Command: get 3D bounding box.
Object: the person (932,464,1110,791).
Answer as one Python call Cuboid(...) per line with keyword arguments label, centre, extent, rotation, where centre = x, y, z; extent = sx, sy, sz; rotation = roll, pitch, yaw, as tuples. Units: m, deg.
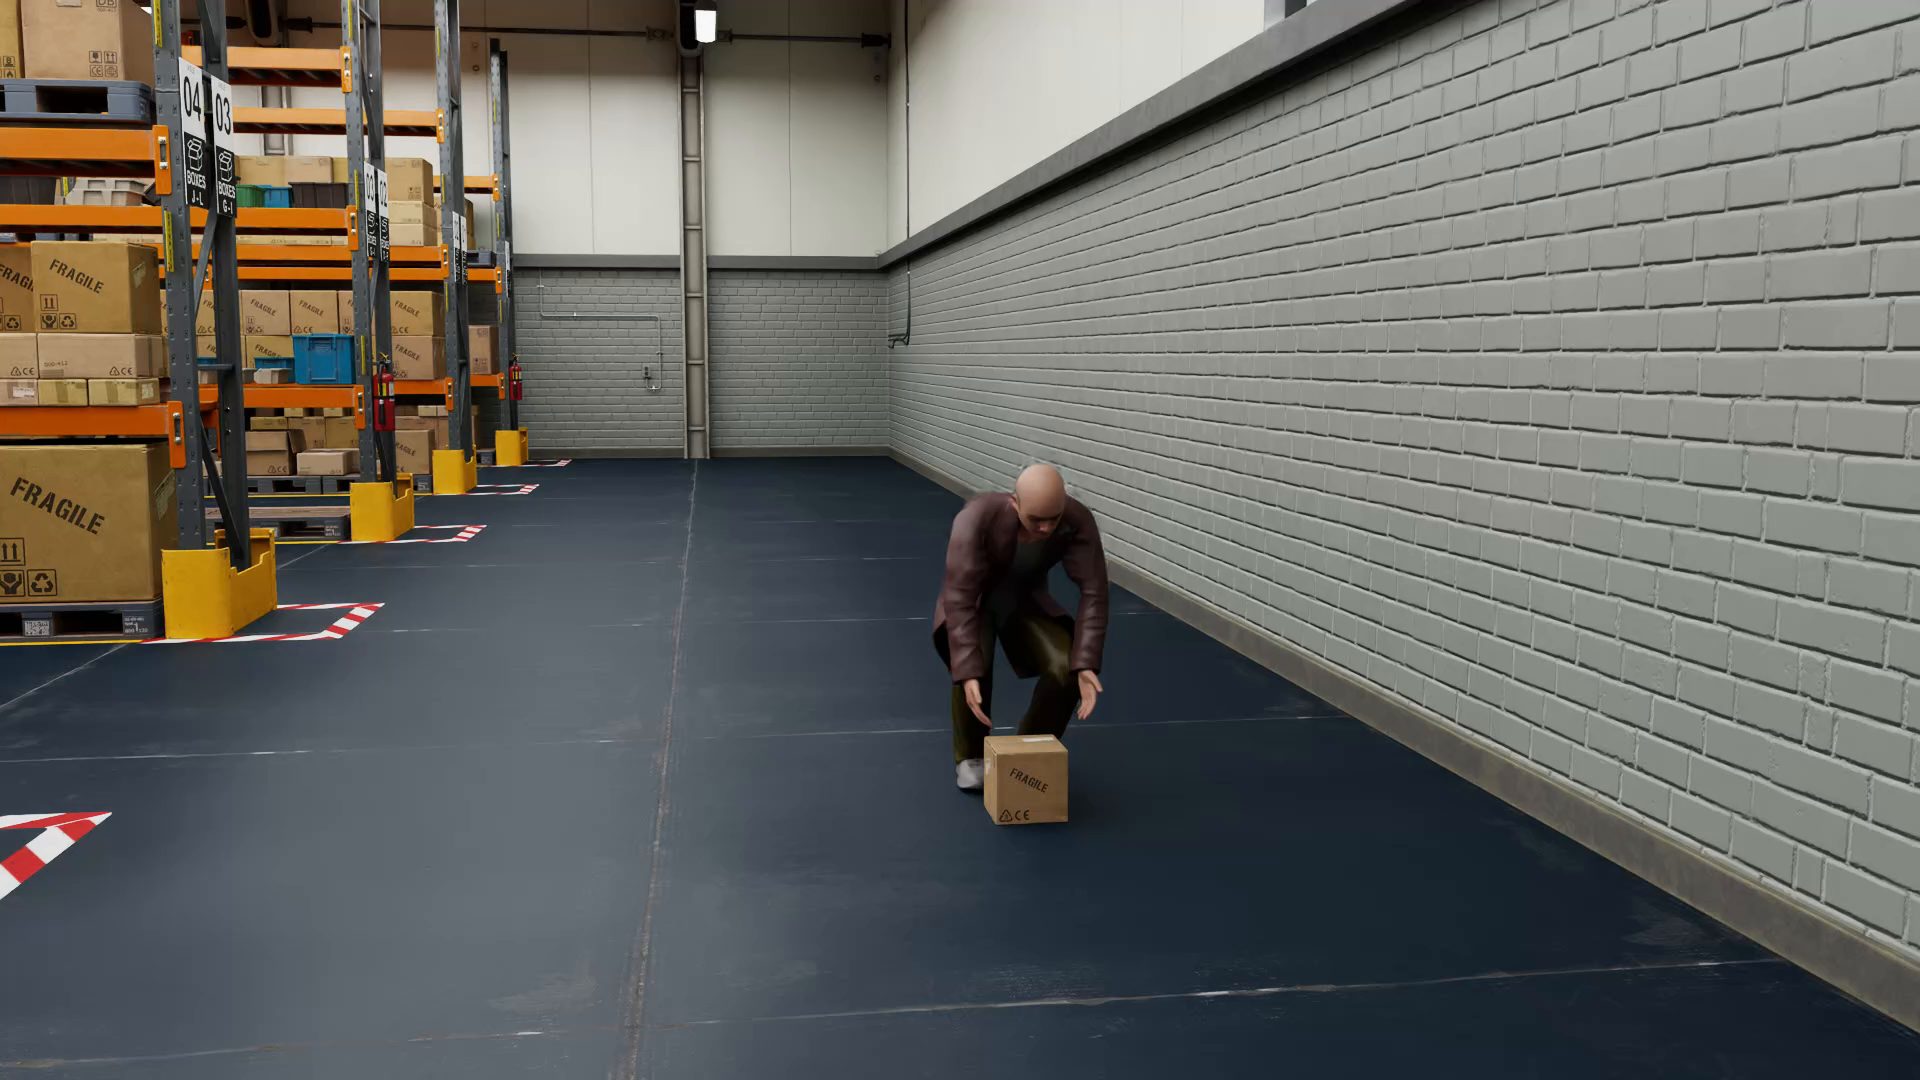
Cuboid(label="person", centre=(0.207, 0.304, 6.110), extent=(0.625, 1.211, 0.814), rotation=(-1, 6, -9))
